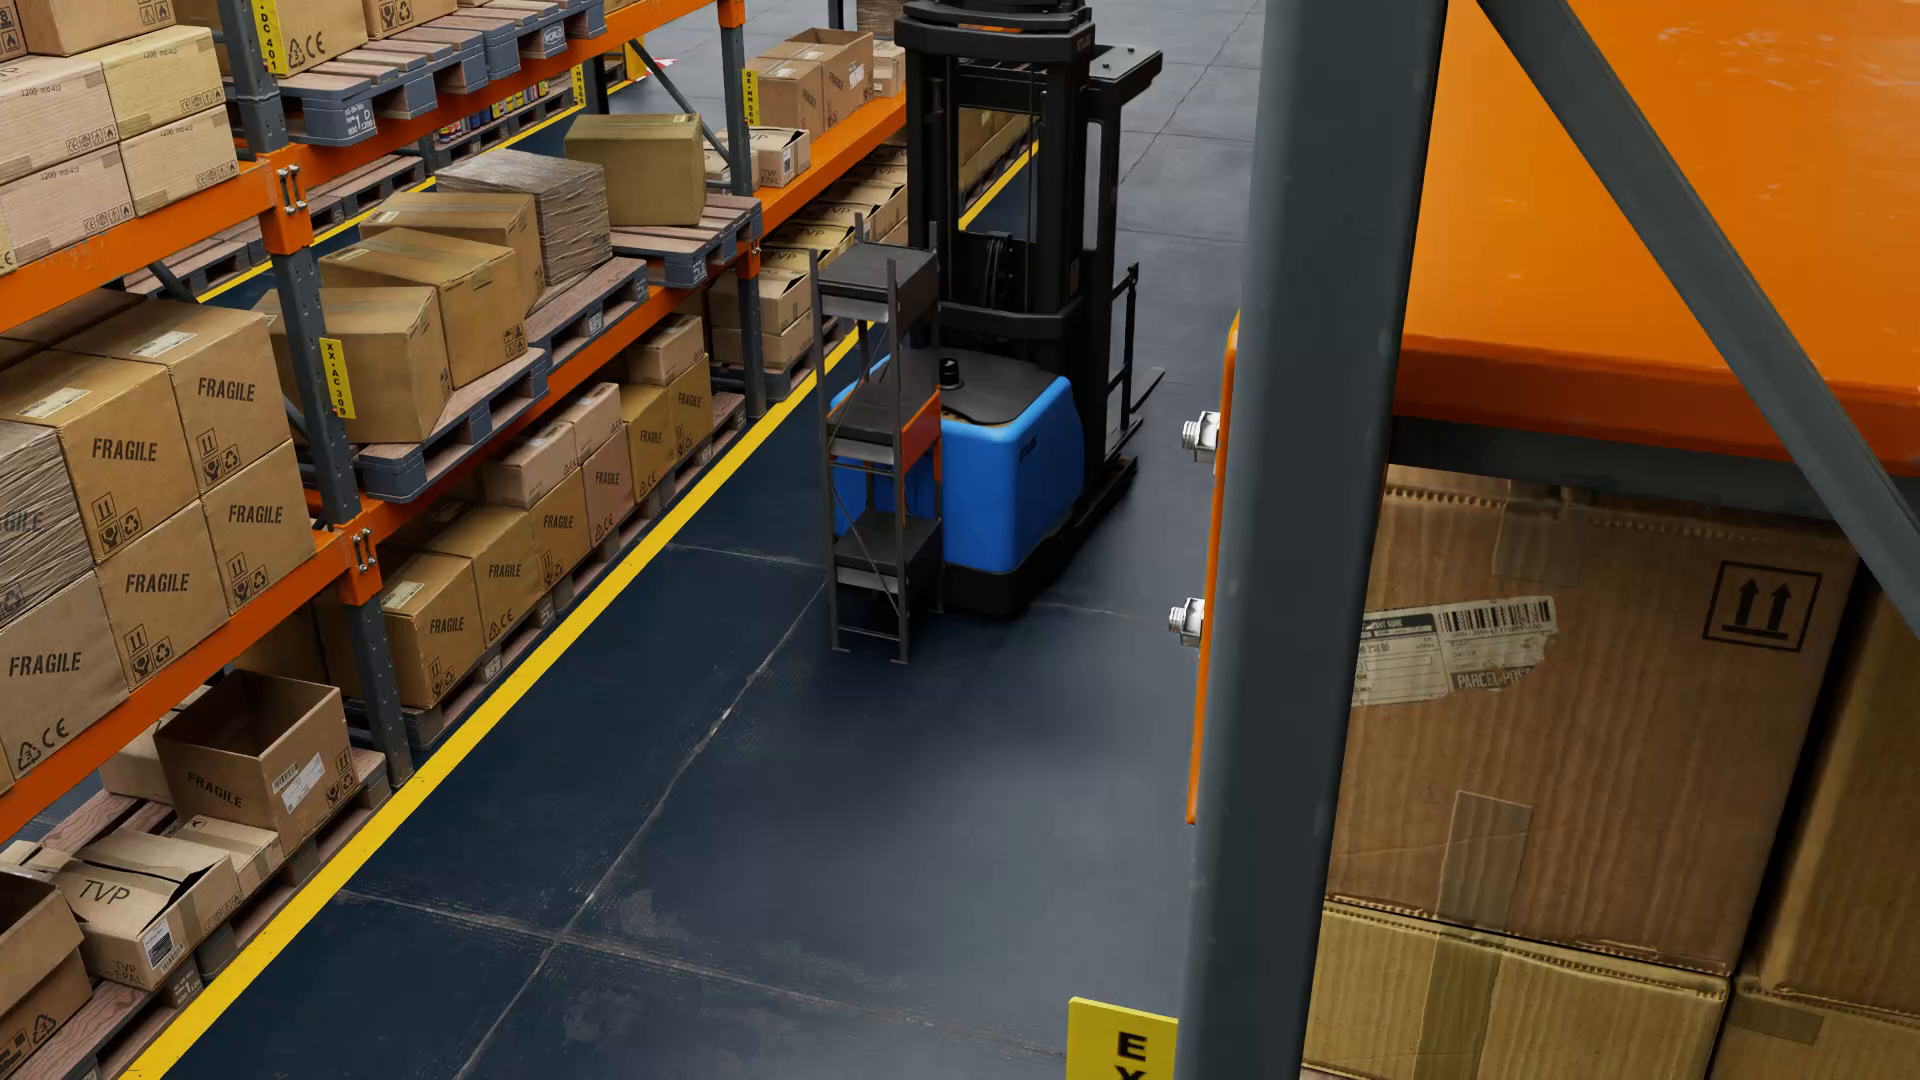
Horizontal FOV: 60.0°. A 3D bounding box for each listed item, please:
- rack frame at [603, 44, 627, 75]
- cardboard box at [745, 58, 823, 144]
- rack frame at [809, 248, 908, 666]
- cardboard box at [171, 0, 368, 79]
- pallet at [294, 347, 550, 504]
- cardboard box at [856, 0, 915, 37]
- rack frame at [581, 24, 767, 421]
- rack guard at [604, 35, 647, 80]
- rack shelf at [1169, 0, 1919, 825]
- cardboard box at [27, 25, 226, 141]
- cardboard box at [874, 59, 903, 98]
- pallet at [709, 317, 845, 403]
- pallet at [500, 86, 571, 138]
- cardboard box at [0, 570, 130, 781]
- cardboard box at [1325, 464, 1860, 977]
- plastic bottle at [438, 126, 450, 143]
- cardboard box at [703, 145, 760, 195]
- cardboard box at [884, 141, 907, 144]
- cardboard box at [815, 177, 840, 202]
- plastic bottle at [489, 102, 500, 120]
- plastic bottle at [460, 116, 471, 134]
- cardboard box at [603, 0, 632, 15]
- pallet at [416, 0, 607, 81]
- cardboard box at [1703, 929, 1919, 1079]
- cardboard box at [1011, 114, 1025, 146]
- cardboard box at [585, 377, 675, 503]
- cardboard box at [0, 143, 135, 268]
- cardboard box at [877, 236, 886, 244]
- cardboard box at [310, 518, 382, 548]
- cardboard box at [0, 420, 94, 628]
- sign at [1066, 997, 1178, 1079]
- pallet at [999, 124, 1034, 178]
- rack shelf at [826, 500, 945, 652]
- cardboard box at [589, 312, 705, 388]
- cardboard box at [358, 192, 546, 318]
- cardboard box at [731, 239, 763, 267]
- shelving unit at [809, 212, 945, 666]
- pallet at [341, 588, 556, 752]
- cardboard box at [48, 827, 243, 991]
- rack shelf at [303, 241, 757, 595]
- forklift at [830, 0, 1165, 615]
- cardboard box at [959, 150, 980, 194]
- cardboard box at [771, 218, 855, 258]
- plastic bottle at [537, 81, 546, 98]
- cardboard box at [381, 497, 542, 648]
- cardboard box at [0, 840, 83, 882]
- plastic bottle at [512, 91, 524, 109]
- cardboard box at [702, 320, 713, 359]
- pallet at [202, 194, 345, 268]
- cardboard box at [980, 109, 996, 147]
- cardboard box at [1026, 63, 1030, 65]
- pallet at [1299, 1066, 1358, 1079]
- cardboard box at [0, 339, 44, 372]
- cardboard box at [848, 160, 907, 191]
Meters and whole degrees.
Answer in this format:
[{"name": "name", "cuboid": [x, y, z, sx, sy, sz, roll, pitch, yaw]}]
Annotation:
[{"name": "rack frame", "cuboid": [-4.127, -6.600, 18.029, 1.000, 3.000, 0.127, 8, 30, 15]}, {"name": "cardboard box", "cuboid": [-1.264, -3.000, 11.454, 0.500, 0.500, 0.500, 7, 30, 12]}, {"name": "rack frame", "cuboid": [-0.455, -0.325, 7.673, 0.400, 2.100, 0.015, 10, 32, 18]}, {"name": "cardboard box", "cuboid": [-2.697, -2.120, 6.253, 0.600, 0.600, 0.600, 6, 30, 10]}, {"name": "pallet", "cuboid": [-2.576, -0.587, 7.417, 1.003, 0.211, 1.213, 8, 30, 15]}, {"name": "cardboard box", "cuboid": [-0.443, -4.284, 13.762, 0.700, 0.500, 0.500, 8, 30, 14]}, {"name": "rack frame", "cuboid": [-1.741, -2.174, 10.072, 1.000, 3.000, 0.127, 8, 30, 15]}, {"name": "rack guard", "cuboid": [-4.104, -5.466, 18.561, 1.175, 0.500, 0.348, 8, 30, 15]}, {"name": "rack shelf", "cuboid": [1.234, -0.813, 2.606, 1.077, 0.370, 4.000, 8, 30, 15]}, {"name": "cardboard box", "cuboid": [-2.799, -1.514, 5.440, 0.500, 0.250, 0.500, 8, 30, 15]}, {"name": "cardboard box", "cuboid": [-0.650, -3.539, 12.665, 0.396, 0.266, 0.258, 8, 30, 14]}, {"name": "pallet", "cuboid": [-1.462, -1.332, 11.428, 1.003, 0.211, 1.213, 8, 30, 15]}, {"name": "pallet", "cuboid": [-4.708, -4.398, 16.938, 1.003, 0.211, 1.213, 8, 30, 15]}, {"name": "cardboard box", "cuboid": [-3.115, 0.389, 5.362, 0.500, 0.500, 0.500, 9, 30, 16]}, {"name": "cardboard box", "cuboid": [0.601, 0.070, 1.802, 0.500, 0.500, 0.500, 8, 30, 15]}, {"name": "plastic bottle", "cuboid": [-4.789, -3.827, 15.398, 0.097, 0.271, 0.097, 0, 29, 0]}, {"name": "cardboard box", "cuboid": [-1.593, -2.298, 10.387, 0.500, 0.311, 0.500, 10, 31, 18]}, {"name": "cardboard box", "cuboid": [-0.640, -3.261, 14.424, 0.500, 0.250, 0.500, 8, 30, 15]}, {"name": "cardboard box", "cuboid": [-1.229, -2.631, 12.713, 0.500, 0.311, 0.500, 8, 30, 13]}, {"name": "plastic bottle", "cuboid": [-4.524, -4.221, 16.094, 0.061, 0.283, 0.133, 10, 31, 17]}, {"name": "plastic bottle", "cuboid": [-4.720, -3.983, 15.674, 0.152, 0.276, 0.135, 10, 30, 17]}, {"name": "cardboard box", "cuboid": [-2.139, -2.842, 8.085, 0.910, 0.500, 0.500, 8, 30, 15]}, {"name": "pallet", "cuboid": [-2.355, -2.319, 7.441, 1.213, 0.211, 1.003, 8, 30, 15]}, {"name": "cardboard box", "cuboid": [1.096, 0.472, 1.849, 0.500, 0.250, 0.500, 10, 31, 17]}, {"name": "cardboard box", "cuboid": [0.303, -3.883, 15.542, 0.500, 0.250, 0.500, 8, 30, 15]}, {"name": "cardboard box", "cuboid": [-1.944, -0.565, 9.299, 0.500, 0.500, 0.500, 7, 30, 13]}, {"name": "cardboard box", "cuboid": [-2.961, -1.065, 5.148, 0.500, 0.250, 0.500, 8, 30, 15]}, {"name": "cardboard box", "cuboid": [-0.862, -2.072, 12.285, 0.500, 0.250, 0.500, 9, 30, 16]}, {"name": "cardboard box", "cuboid": [-2.891, 0.086, 8.128, 0.500, 0.500, 0.500, 9, 30, 15]}, {"name": "cardboard box", "cuboid": [-3.112, -0.051, 5.125, 0.500, 0.500, 0.500, 9, 30, 15]}, {"name": "sign", "cuboid": [0.132, 0.502, 1.347, 0.100, 0.325, 0.005, 8, 30, 15]}, {"name": "pallet", "cuboid": [0.063, -3.747, 15.768, 1.003, 0.211, 1.213, 8, 30, 15]}, {"name": "rack shelf", "cuboid": [-0.361, 0.172, 8.233, 0.431, 0.518, 0.480, 10, 32, 18]}, {"name": "cardboard box", "cuboid": [-1.804, -1.107, 9.501, 0.500, 0.250, 0.500, 10, 31, 17]}, {"name": "cardboard box", "cuboid": [-2.456, -1.372, 8.096, 0.700, 0.500, 0.500, 1, 29, 2]}, {"name": "cardboard box", "cuboid": [-1.677, -1.922, 11.439, 0.500, 0.311, 0.500, 8, 30, 14]}, {"name": "shelving unit", "cuboid": [-0.368, -0.442, 7.869, 0.431, 2.100, 0.503, 10, 32, 18]}, {"name": "pallet", "cuboid": [-2.713, 0.520, 8.098, 1.003, 0.211, 1.213, 8, 30, 15]}, {"name": "cardboard box", "cuboid": [-3.032, 1.322, 6.102, 0.500, 0.311, 0.500, 8, 30, 15]}, {"name": "rack shelf", "cuboid": [-2.328, -0.930, 8.576, 1.077, 0.370, 4.000, 8, 30, 15]}, {"name": "forklift", "cuboid": [0.400, -1.598, 9.108, 1.130, 2.935, 3.031, 12, 31, 21]}, {"name": "cardboard box", "cuboid": [-0.141, -3.187, 14.290, 0.500, 0.250, 0.500, 8, 30, 15]}, {"name": "cardboard box", "cuboid": [-1.009, -2.084, 11.731, 0.500, 0.311, 0.500, 8, 30, 14]}, {"name": "plastic bottle", "cuboid": [-4.264, -4.632, 16.833, 0.061, 0.283, 0.133, 9, 30, 16]}, {"name": "cardboard box", "cuboid": [-2.395, 0.146, 8.021, 0.500, 0.500, 0.500, 9, 30, 16]}, {"name": "cardboard box", "cuboid": [-3.490, 1.299, 6.292, 0.380, 0.166, 0.250, 8, 30, 15]}, {"name": "plastic bottle", "cuboid": [-4.433, -4.464, 16.461, 0.144, 0.351, 0.185, 10, 31, 17]}, {"name": "cardboard box", "cuboid": [-1.820, -1.435, 11.141, 0.500, 0.250, 0.500, 9, 30, 16]}, {"name": "pallet", "cuboid": [-5.851, -2.583, 13.677, 1.003, 0.211, 1.213, 8, 30, 15]}, {"name": "cardboard box", "cuboid": [0.007, -3.747, 14.525, 0.500, 0.500, 0.500, 8, 30, 15]}, {"name": "cardboard box", "cuboid": [0.454, -4.443, 15.776, 0.500, 0.500, 0.500, 8, 30, 15]}, {"name": "pallet", "cuboid": [0.855, 0.631, 2.036, 1.003, 0.211, 1.213, 8, 30, 15]}, {"name": "cardboard box", "cuboid": [-3.474, -0.377, 5.711, 0.500, 0.500, 0.500, 8, 30, 13]}, {"name": "cardboard box", "cuboid": [-0.559, -2.788, 12.996, 0.500, 0.311, 0.500, 9, 30, 16]}]
